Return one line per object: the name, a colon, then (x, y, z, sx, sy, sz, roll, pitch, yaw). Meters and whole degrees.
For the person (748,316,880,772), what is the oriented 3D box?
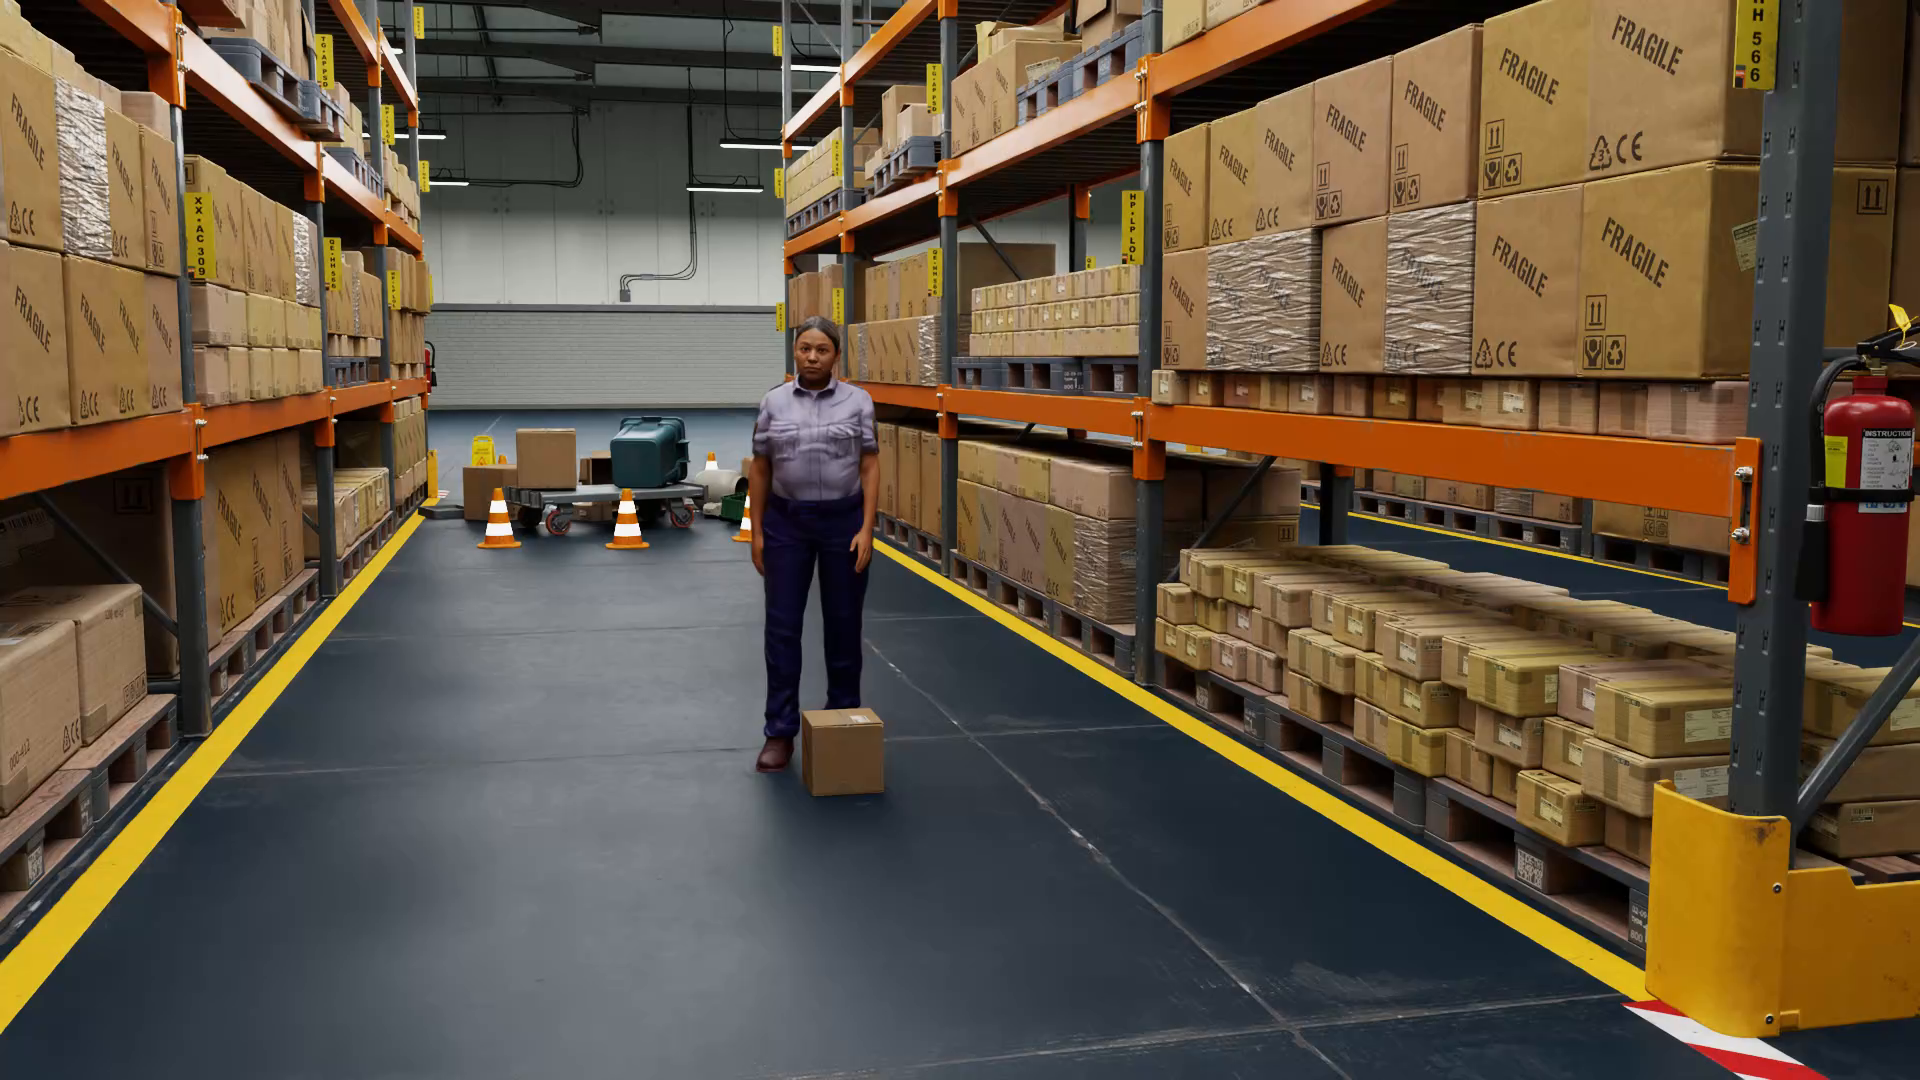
person: (-0.546, 0.003, 6.217, 0.495, 1.668, 0.491, 0, 6, -1)
